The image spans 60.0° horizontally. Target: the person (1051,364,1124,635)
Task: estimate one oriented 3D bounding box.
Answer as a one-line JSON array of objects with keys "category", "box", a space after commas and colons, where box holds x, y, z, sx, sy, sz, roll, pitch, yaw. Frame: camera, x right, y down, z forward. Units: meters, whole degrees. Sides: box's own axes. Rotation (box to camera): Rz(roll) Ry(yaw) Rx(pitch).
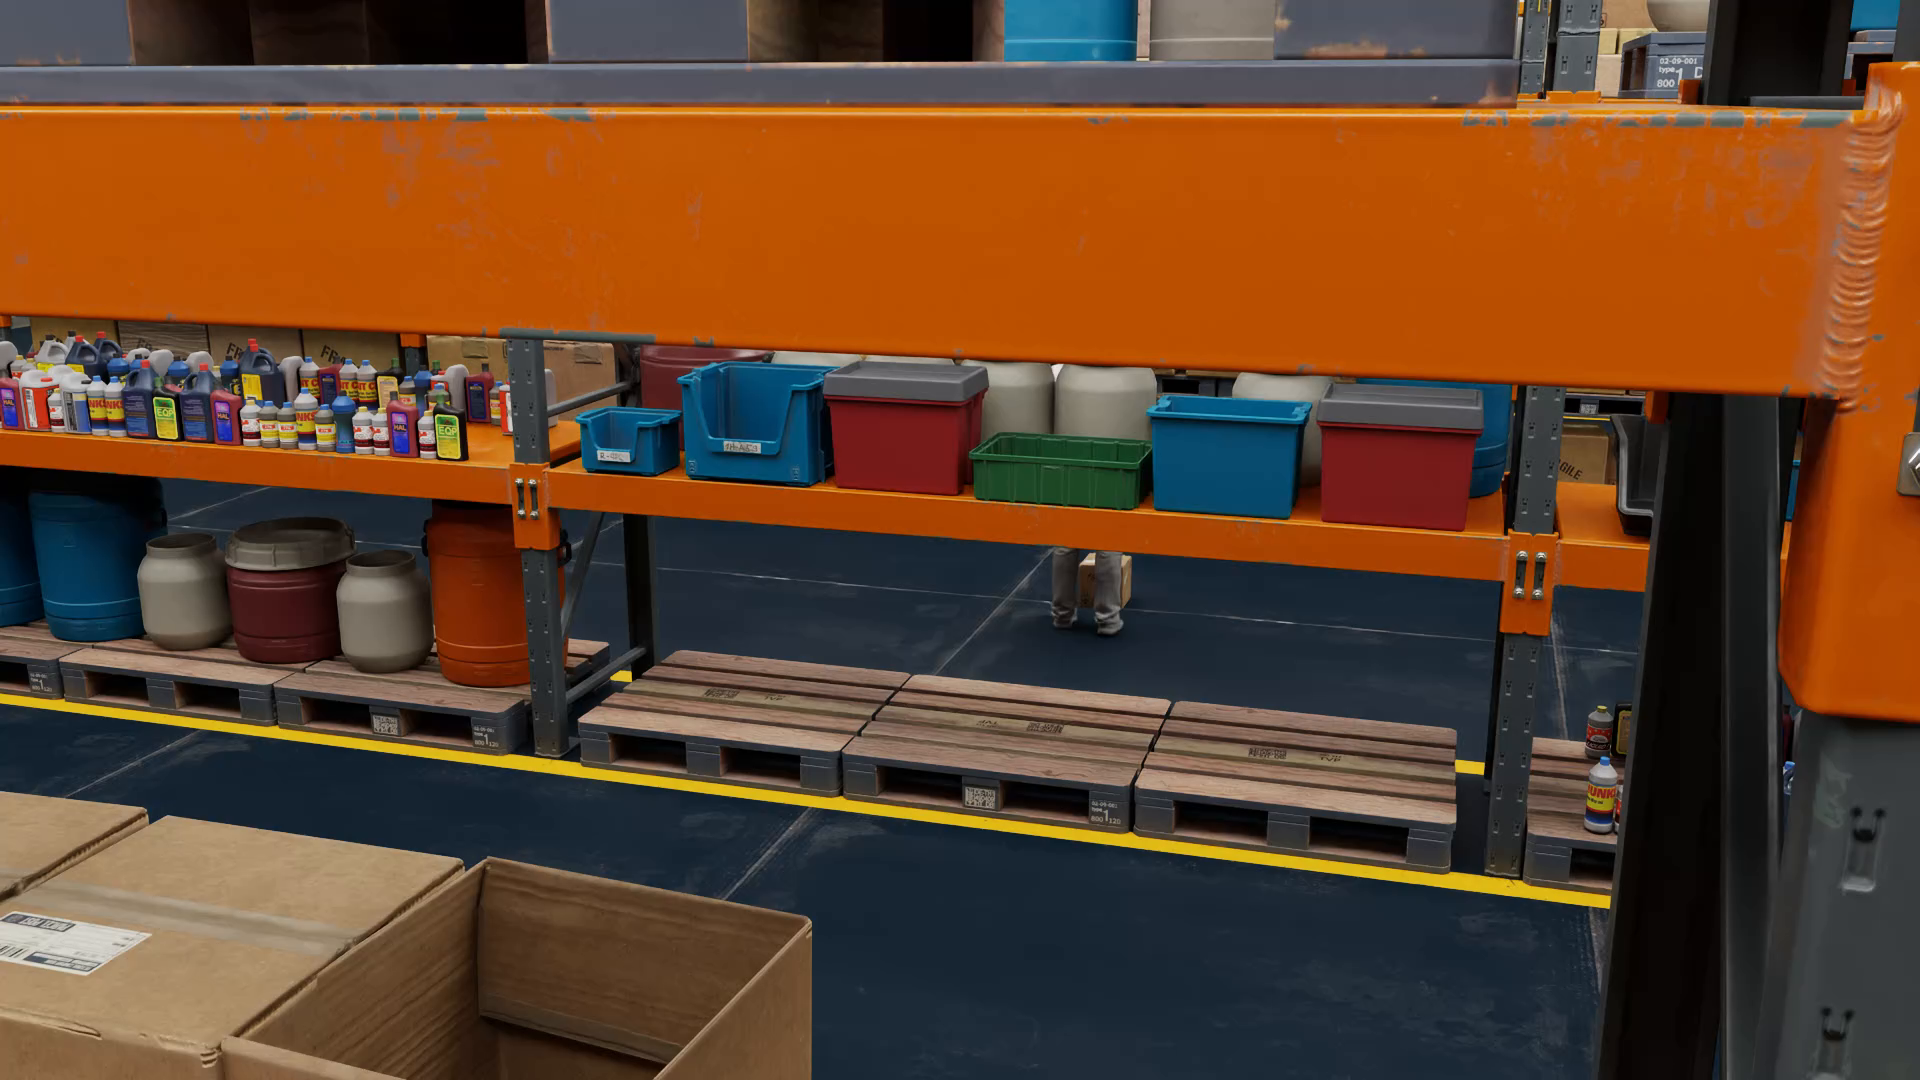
[{"category": "person", "box": [0.678, -0.374, 8.922, 0.532, 1.786, 0.360, 5, 16, 17]}]
